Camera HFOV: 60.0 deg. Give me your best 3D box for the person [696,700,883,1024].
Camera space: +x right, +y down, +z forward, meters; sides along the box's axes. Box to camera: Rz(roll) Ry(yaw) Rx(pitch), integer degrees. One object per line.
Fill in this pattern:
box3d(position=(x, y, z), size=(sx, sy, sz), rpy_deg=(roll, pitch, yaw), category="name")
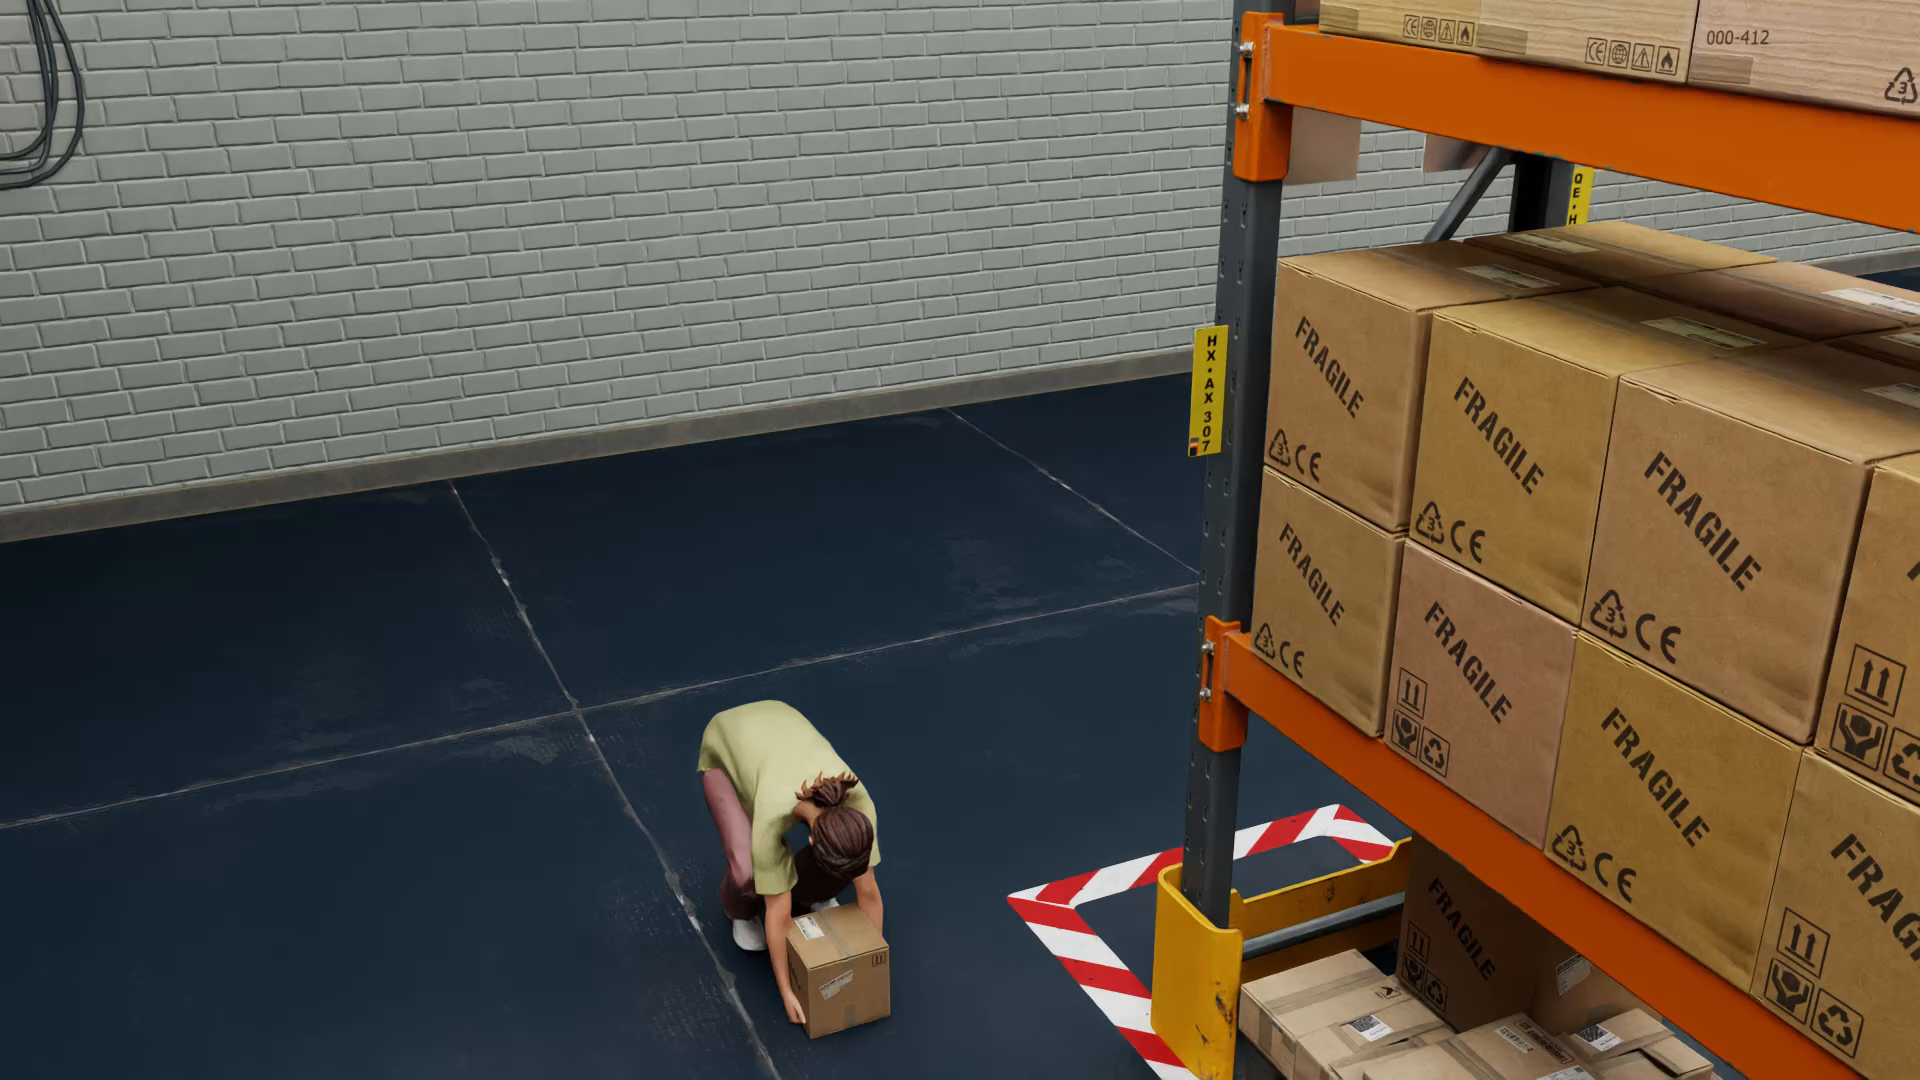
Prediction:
box3d(position=(-0.497, 0.936, 5.058), size=(0.463, 0.756, 0.867), rpy_deg=(-11, 25, -25), category="person")
